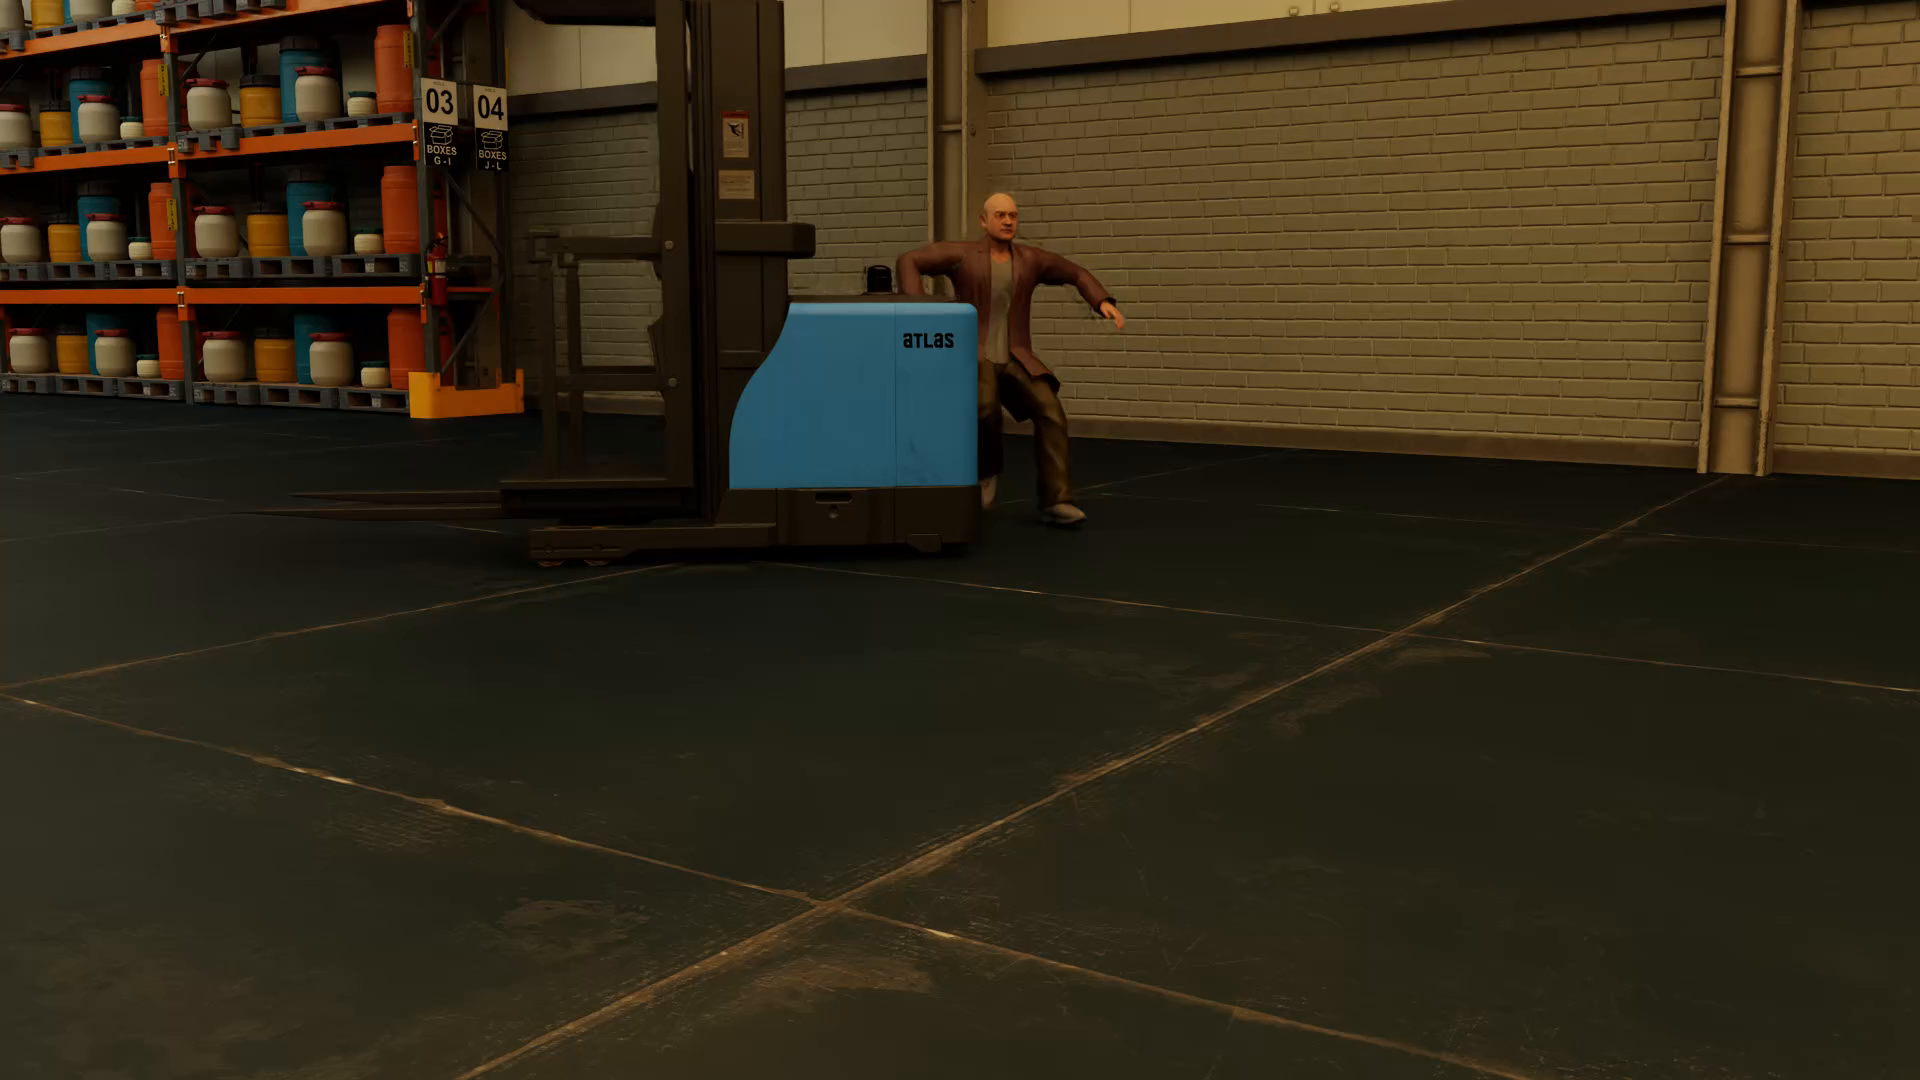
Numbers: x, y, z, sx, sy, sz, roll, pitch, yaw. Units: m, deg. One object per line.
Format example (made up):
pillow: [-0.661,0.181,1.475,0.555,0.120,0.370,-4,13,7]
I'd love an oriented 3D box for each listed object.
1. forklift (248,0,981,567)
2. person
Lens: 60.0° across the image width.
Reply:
forklift: [-1.464,-1.418,7.166,3.031,2.935,1.130,-1,8,-7]
person: [0.269,-0.797,8.146,1.125,1.429,0.854,-2,8,-14]
